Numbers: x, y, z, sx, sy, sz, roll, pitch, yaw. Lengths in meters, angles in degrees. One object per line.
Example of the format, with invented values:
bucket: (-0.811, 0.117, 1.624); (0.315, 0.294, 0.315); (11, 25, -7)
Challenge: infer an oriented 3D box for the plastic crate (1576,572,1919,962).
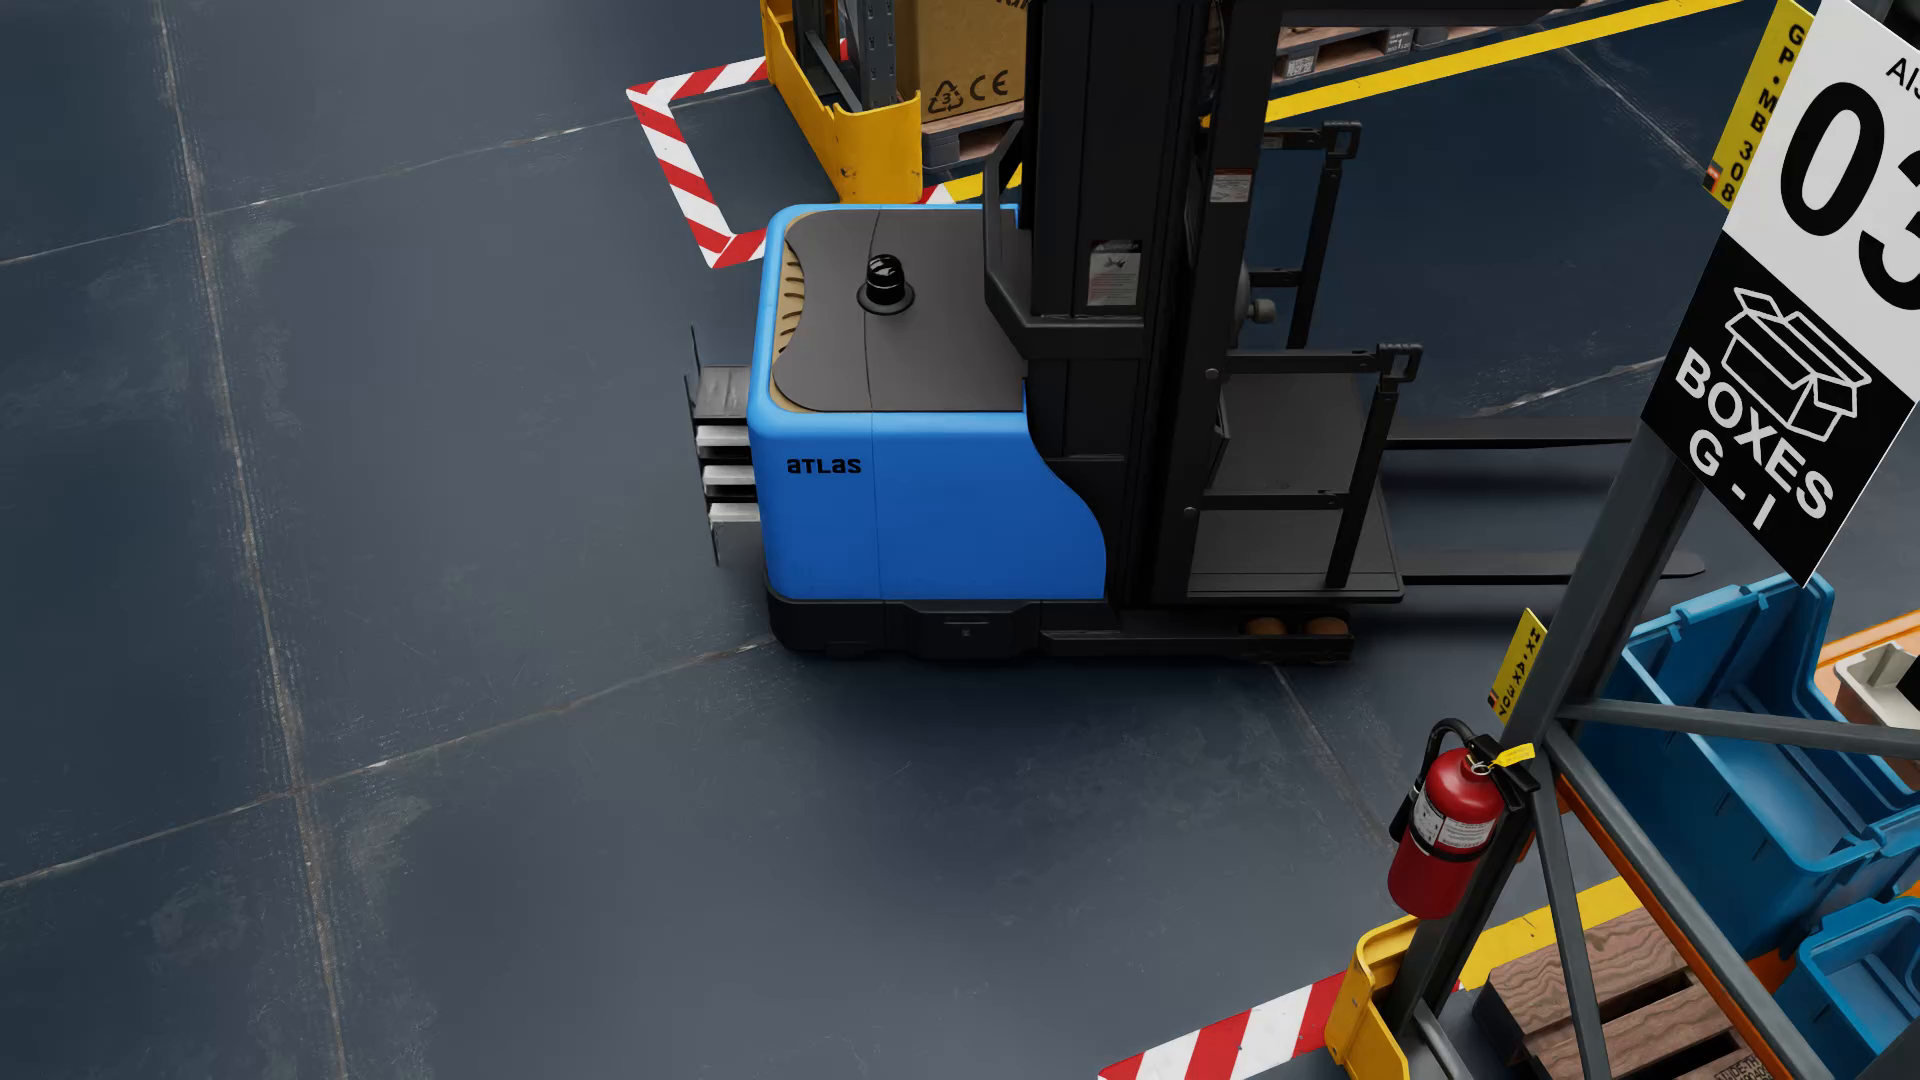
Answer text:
plastic crate: (1.618, 0.452, 3.322); (0.499, 0.435, 0.616); (-17, 52, -14)

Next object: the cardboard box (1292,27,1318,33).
cardboard box: (1.734, -2.969, 7.446); (0.875, 0.875, 0.875); (-17, 52, -14)

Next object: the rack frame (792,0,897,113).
rack frame: (-0.494, -2.768, 6.150); (0.127, 3.000, 1.000); (-17, 52, -14)

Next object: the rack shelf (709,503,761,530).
rack shelf: (-0.726, -0.152, 5.568); (0.200, 0.077, 0.258); (0, 49, 0)

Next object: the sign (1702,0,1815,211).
sign: (1.156, -0.614, 2.392); (0.005, 0.325, 0.100); (-17, 52, -14)

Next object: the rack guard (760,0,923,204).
rack guard: (-0.516, -1.947, 7.092); (0.348, 0.500, 1.175); (-17, 52, -14)

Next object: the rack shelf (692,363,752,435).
rack shelf: (-0.726, -0.445, 5.227); (0.200, 0.077, 0.258); (0, 49, 0)

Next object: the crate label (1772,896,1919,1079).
crate label: (1.732, 0.906, 3.066); (0.303, 0.233, 0.416); (-17, 52, -14)

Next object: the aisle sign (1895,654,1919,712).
aisle sign: (1.424, 0.093, 1.980); (0.004, 0.787, 0.394); (-17, 52, -14)

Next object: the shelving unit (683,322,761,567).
shelving unit: (-0.726, -0.291, 5.407); (0.210, 0.900, 0.258); (0, 49, 0)

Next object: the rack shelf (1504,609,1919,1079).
rack shelf: (3.230, 0.371, 3.928); (4.000, 0.370, 1.077); (-17, 52, -14)

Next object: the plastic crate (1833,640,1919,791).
plastic crate: (2.065, 0.416, 3.550); (0.243, 0.136, 0.396); (-17, 52, -14)

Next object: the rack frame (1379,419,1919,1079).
rack frame: (1.379, 0.710, 3.163); (0.127, 3.000, 1.000); (-17, 52, -14)

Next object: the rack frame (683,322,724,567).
rack frame: (-0.828, -0.290, 5.406); (0.006, 0.900, 0.240); (0, 49, 0)

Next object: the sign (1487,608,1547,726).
sign: (1.156, 0.276, 3.429); (0.005, 0.325, 0.100); (-17, 52, -14)

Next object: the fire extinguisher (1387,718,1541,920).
fire extinguisher: (1.067, 0.581, 3.570); (0.183, 0.674, 0.296); (-17, 52, -14)

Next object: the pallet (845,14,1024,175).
pallet: (0.216, -2.144, 7.452); (1.213, 0.211, 1.003); (-17, 52, -14)

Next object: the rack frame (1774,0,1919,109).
rack frame: (1.379, -1.244, 0.887); (0.127, 3.000, 1.000); (-17, 52, -14)

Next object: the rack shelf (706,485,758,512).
rack shelf: (-0.726, -0.210, 5.500); (0.200, 0.077, 0.258); (0, 49, 0)

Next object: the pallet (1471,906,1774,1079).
pallet: (2.157, 1.410, 4.400); (1.213, 0.211, 1.003); (-17, 52, -14)

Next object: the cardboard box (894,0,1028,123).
cardboard box: (0.068, -2.453, 7.003); (0.875, 0.875, 0.875); (-17, 52, -14)

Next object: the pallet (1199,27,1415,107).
pallet: (1.344, -2.491, 7.750); (1.213, 0.211, 1.003); (-17, 52, -14)

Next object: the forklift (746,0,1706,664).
forklift: (0.897, -0.958, 4.641); (3.031, 2.935, 1.130); (0, 49, 0)

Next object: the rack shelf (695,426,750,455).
rack shelf: (-0.726, -0.386, 5.295); (0.200, 0.077, 0.258); (0, 49, 0)

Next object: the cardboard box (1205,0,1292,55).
cardboard box: (0.910, -2.714, 7.227); (0.875, 0.875, 0.875); (-17, 52, -14)

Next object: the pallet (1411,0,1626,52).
pallet: (2.475, -2.844, 8.053); (1.213, 0.211, 1.003); (-17, 52, -14)

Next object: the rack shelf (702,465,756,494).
rack shelf: (-0.726, -0.269, 5.432); (0.200, 0.077, 0.258); (0, 49, 0)

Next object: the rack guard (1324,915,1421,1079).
rack guard: (1.361, 1.541, 4.097); (0.348, 0.500, 1.175); (-17, 52, -14)

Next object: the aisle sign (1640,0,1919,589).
aisle sign: (1.201, -0.322, 2.335); (0.004, 0.787, 0.394); (-17, 52, -14)

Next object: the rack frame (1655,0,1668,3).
rack frame: (3.209, -3.916, 7.135); (0.127, 3.000, 1.000); (-17, 52, -14)

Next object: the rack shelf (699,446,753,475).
rack shelf: (-0.726, -0.328, 5.364); (0.200, 0.077, 0.258); (0, 49, 0)
